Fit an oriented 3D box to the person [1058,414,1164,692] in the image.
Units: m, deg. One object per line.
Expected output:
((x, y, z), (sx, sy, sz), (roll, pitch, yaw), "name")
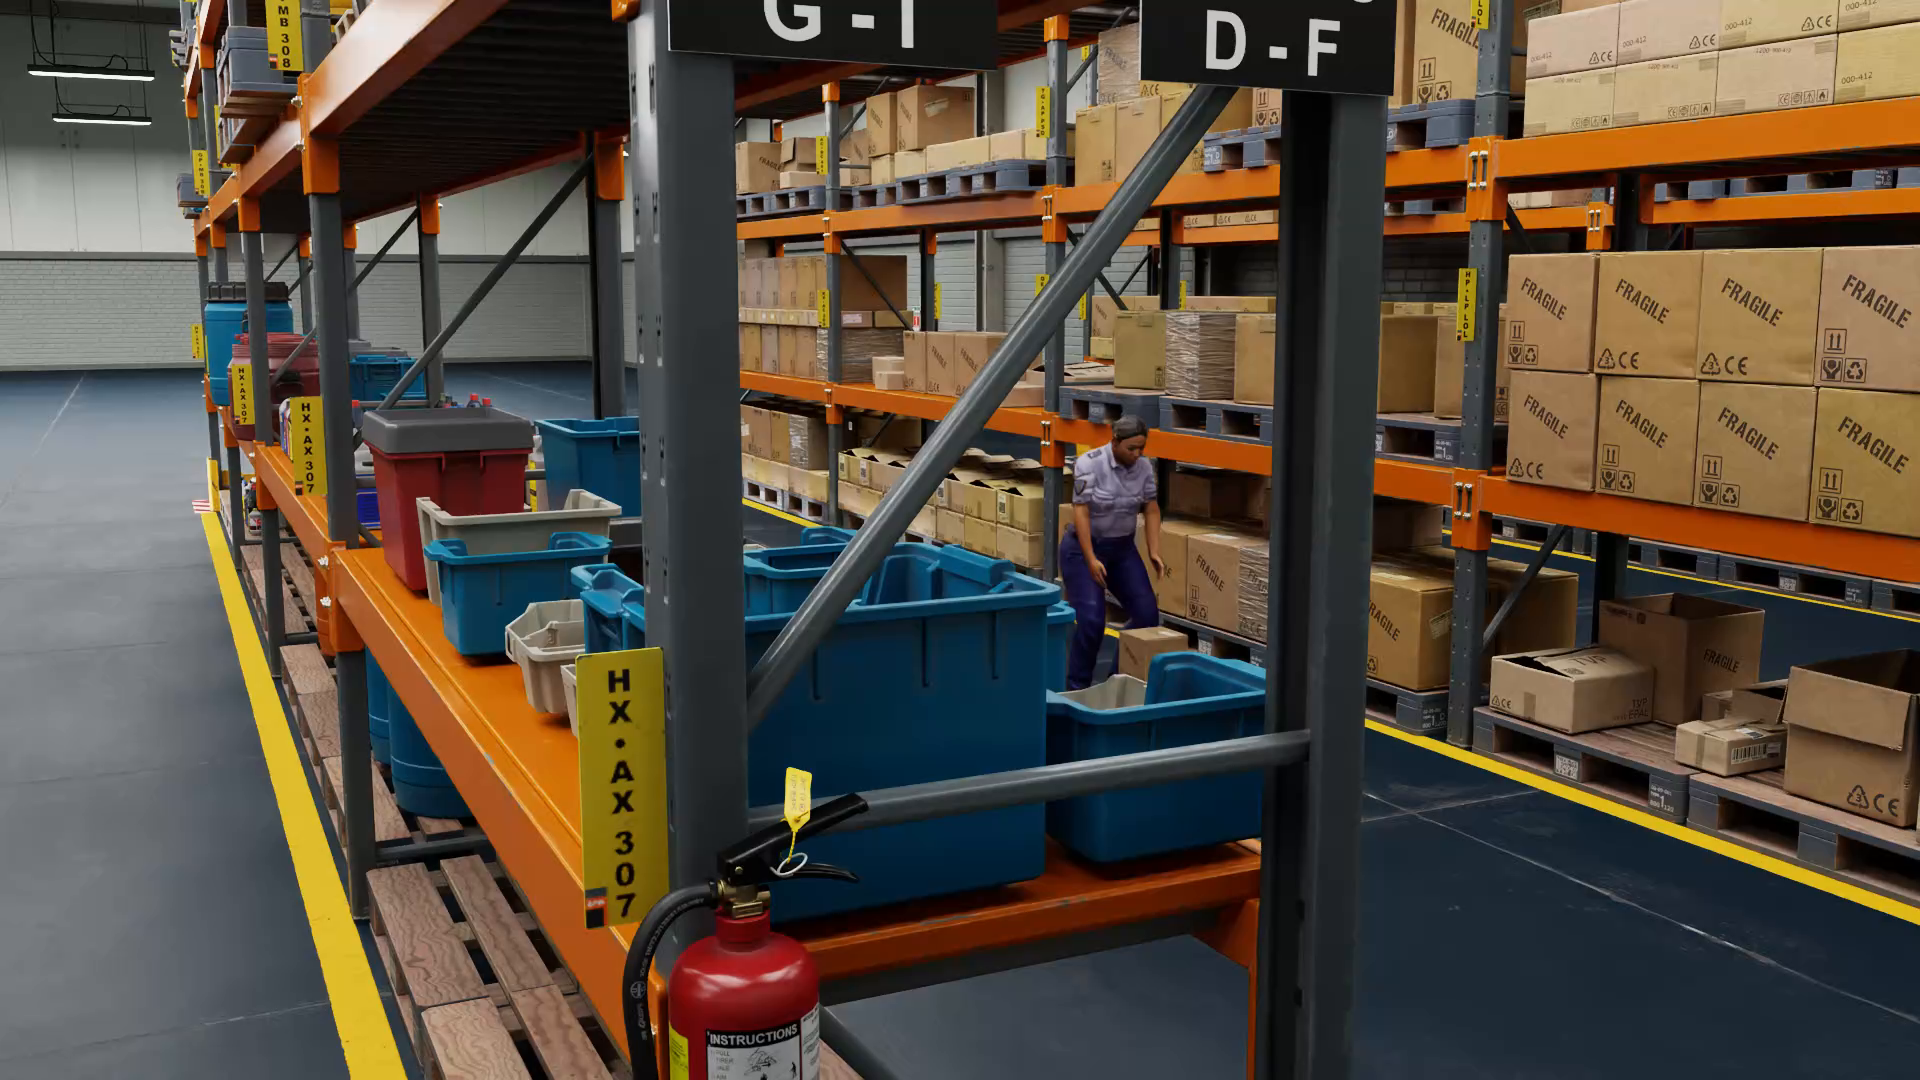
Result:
((0.796, 0.103, 8.701), (0.519, 1.517, 0.507), (-4, 10, -25), "person")
